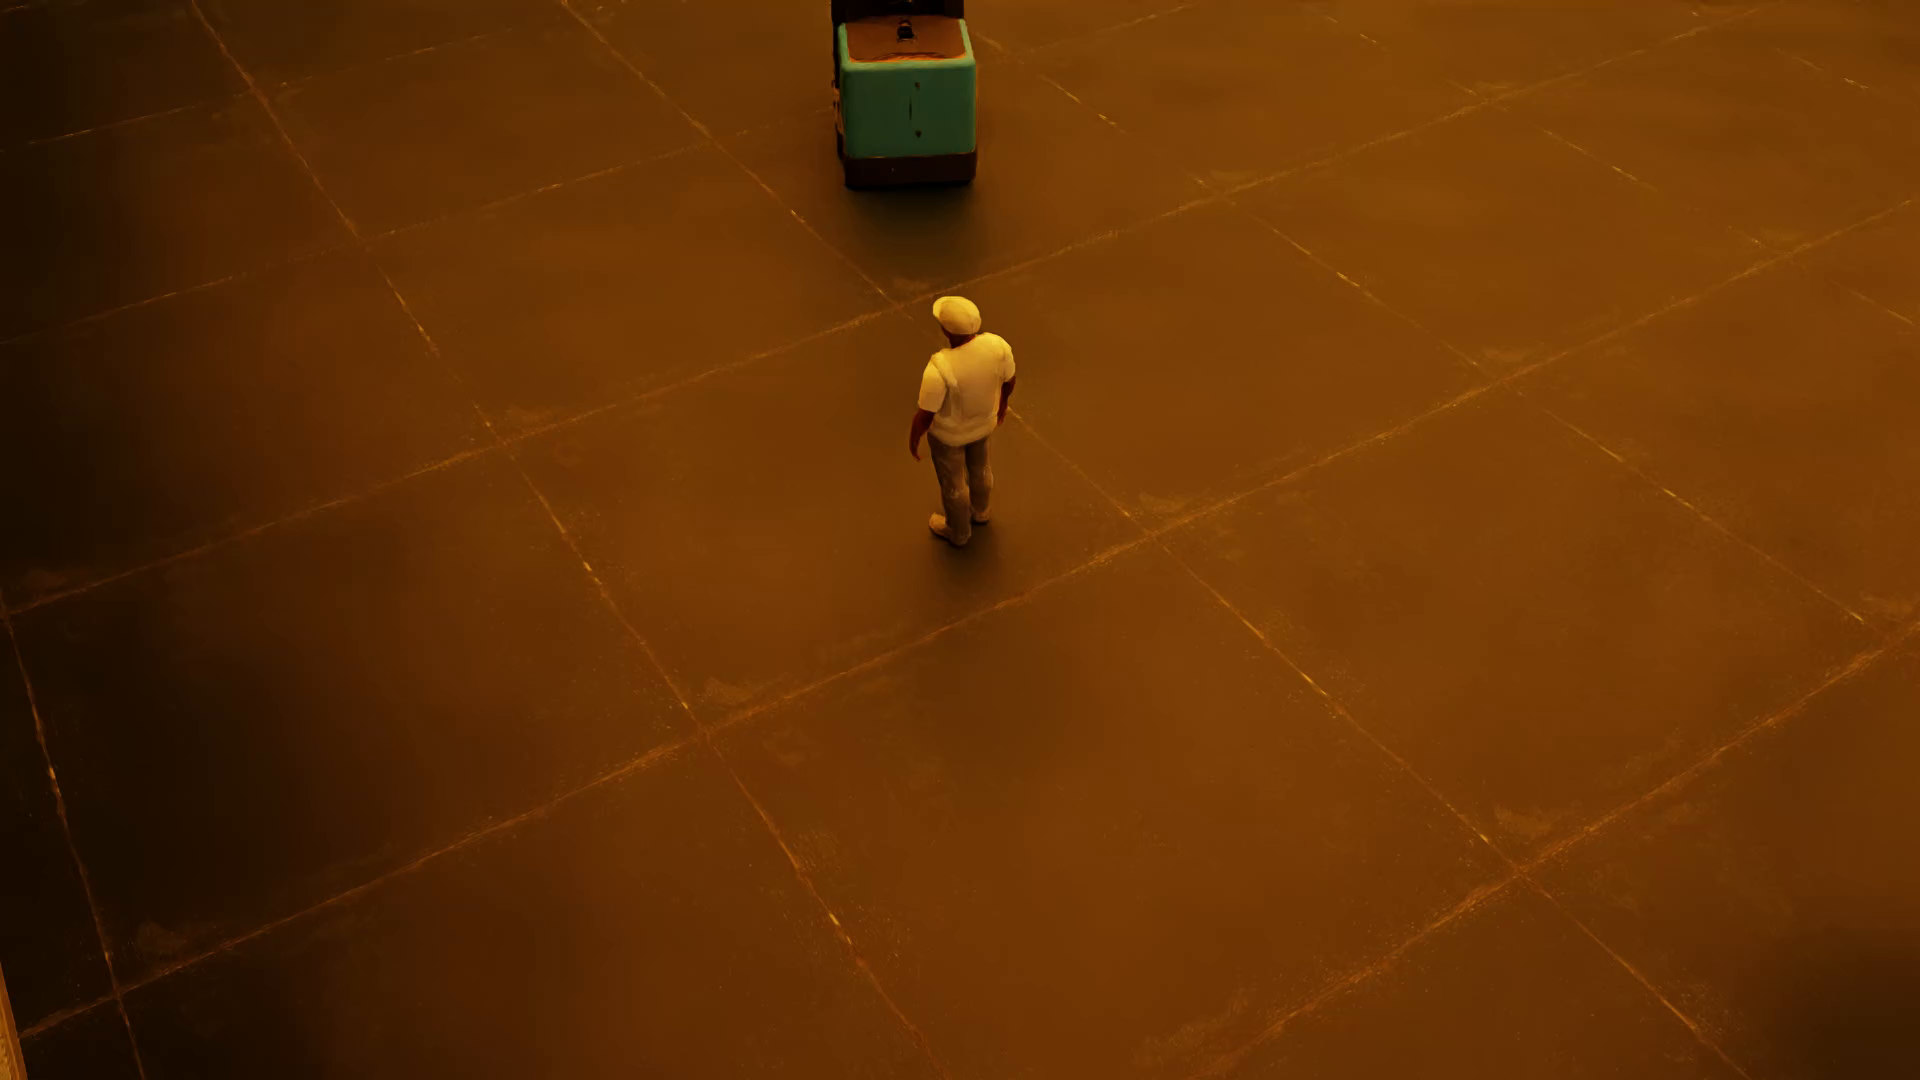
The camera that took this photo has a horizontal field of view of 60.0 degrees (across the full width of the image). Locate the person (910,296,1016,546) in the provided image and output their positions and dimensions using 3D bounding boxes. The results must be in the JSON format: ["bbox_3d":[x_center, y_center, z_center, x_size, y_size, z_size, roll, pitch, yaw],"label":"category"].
[{"bbox_3d":[-0.033,-0.711,9.559,0.665,1.766,0.576,-23,46,-24],"label":"person"}]

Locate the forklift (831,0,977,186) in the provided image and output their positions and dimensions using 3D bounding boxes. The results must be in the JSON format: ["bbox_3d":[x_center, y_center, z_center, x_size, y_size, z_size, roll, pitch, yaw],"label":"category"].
[{"bbox_3d":[-0.533,-4.883,13.458,1.130,2.935,3.031,-4,41,-4],"label":"forklift"}]
